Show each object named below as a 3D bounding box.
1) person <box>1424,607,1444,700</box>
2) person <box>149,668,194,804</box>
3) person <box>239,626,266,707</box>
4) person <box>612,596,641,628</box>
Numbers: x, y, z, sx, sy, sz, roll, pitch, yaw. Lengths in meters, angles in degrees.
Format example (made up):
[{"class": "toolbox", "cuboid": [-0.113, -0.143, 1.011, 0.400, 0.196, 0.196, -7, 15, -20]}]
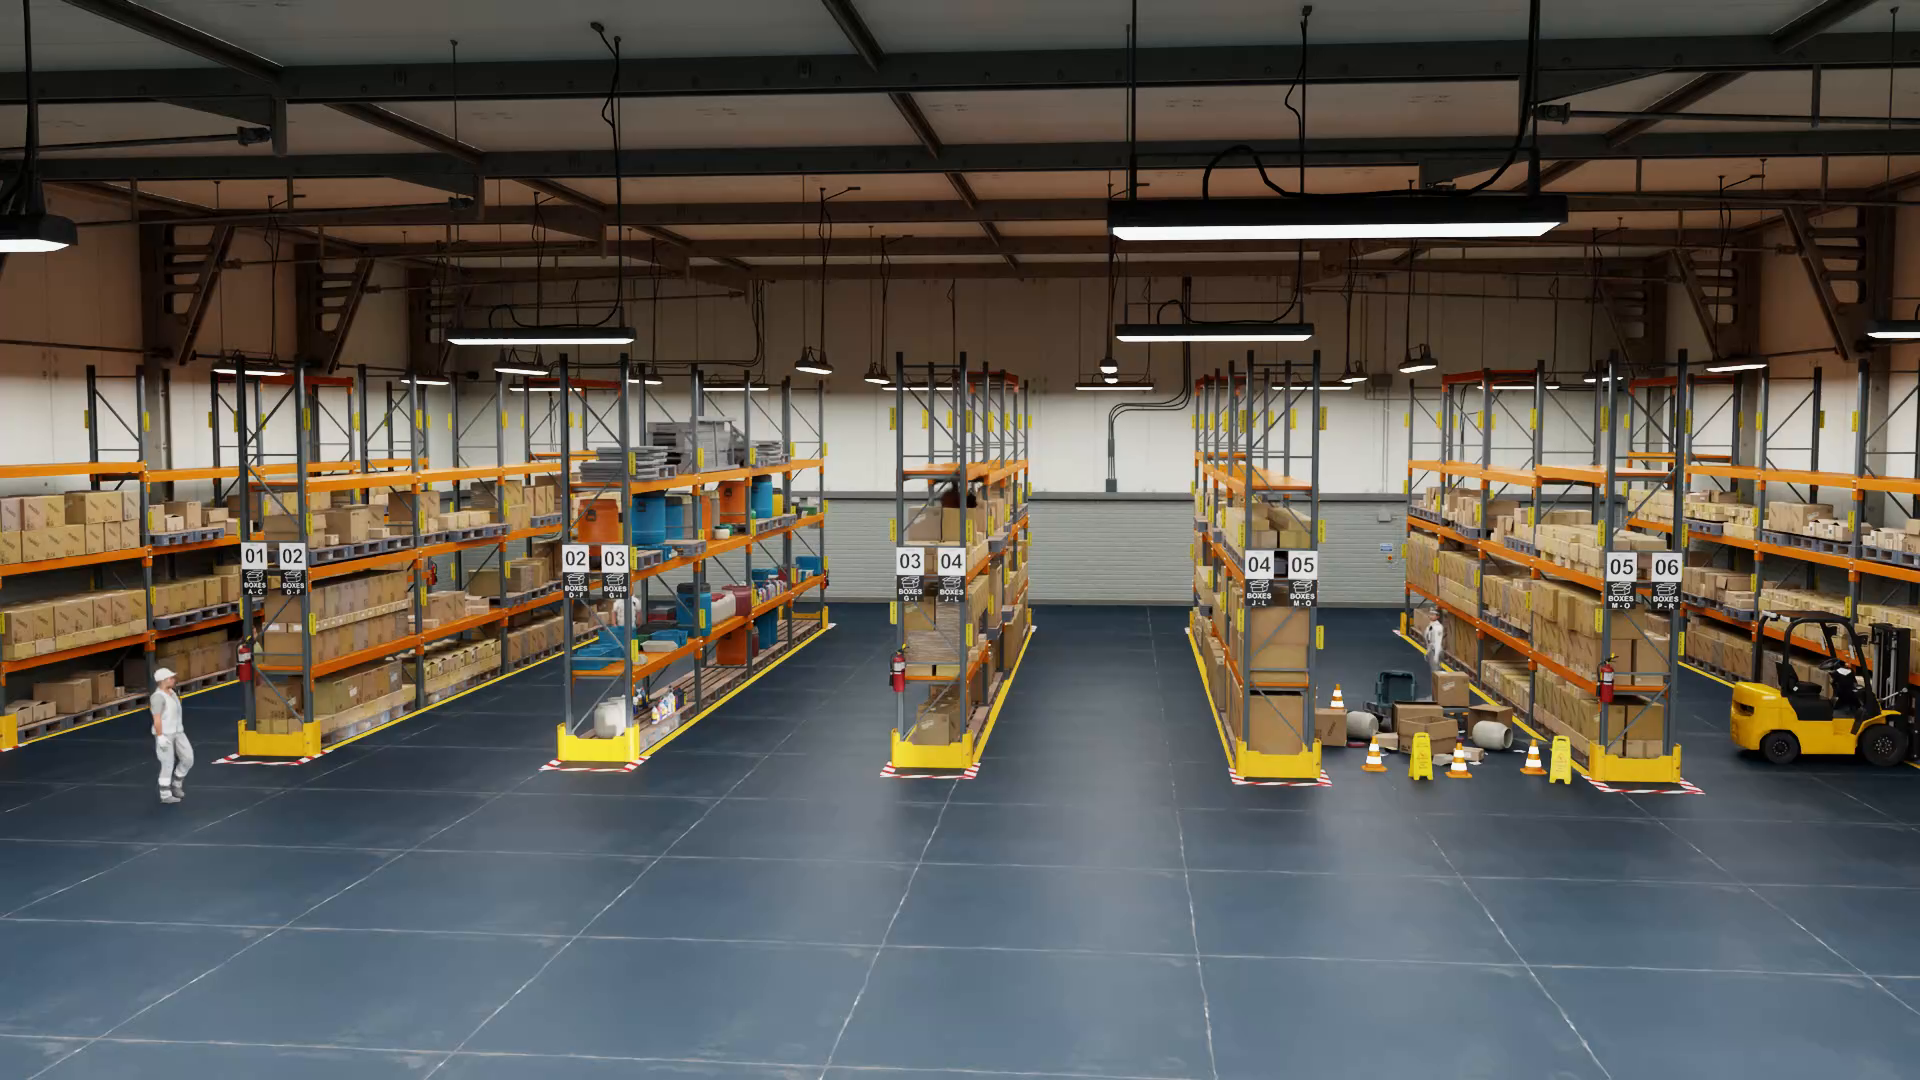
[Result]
[{"class": "person", "cuboid": [8.493, 2.042, 29.804, 0.339, 1.697, 0.528, 1, 4, 13]}, {"class": "person", "cuboid": [-10.401, 2.562, 21.859, 0.457, 1.772, 0.592, 1, 4, 18]}, {"class": "person", "cuboid": [-11.542, 2.236, 27.199, 0.666, 1.661, 0.436, 4, 6, 45]}, {"class": "person", "cuboid": [-6.778, 1.735, 33.705, 0.530, 1.719, 1.042, 1, 4, 16]}]
